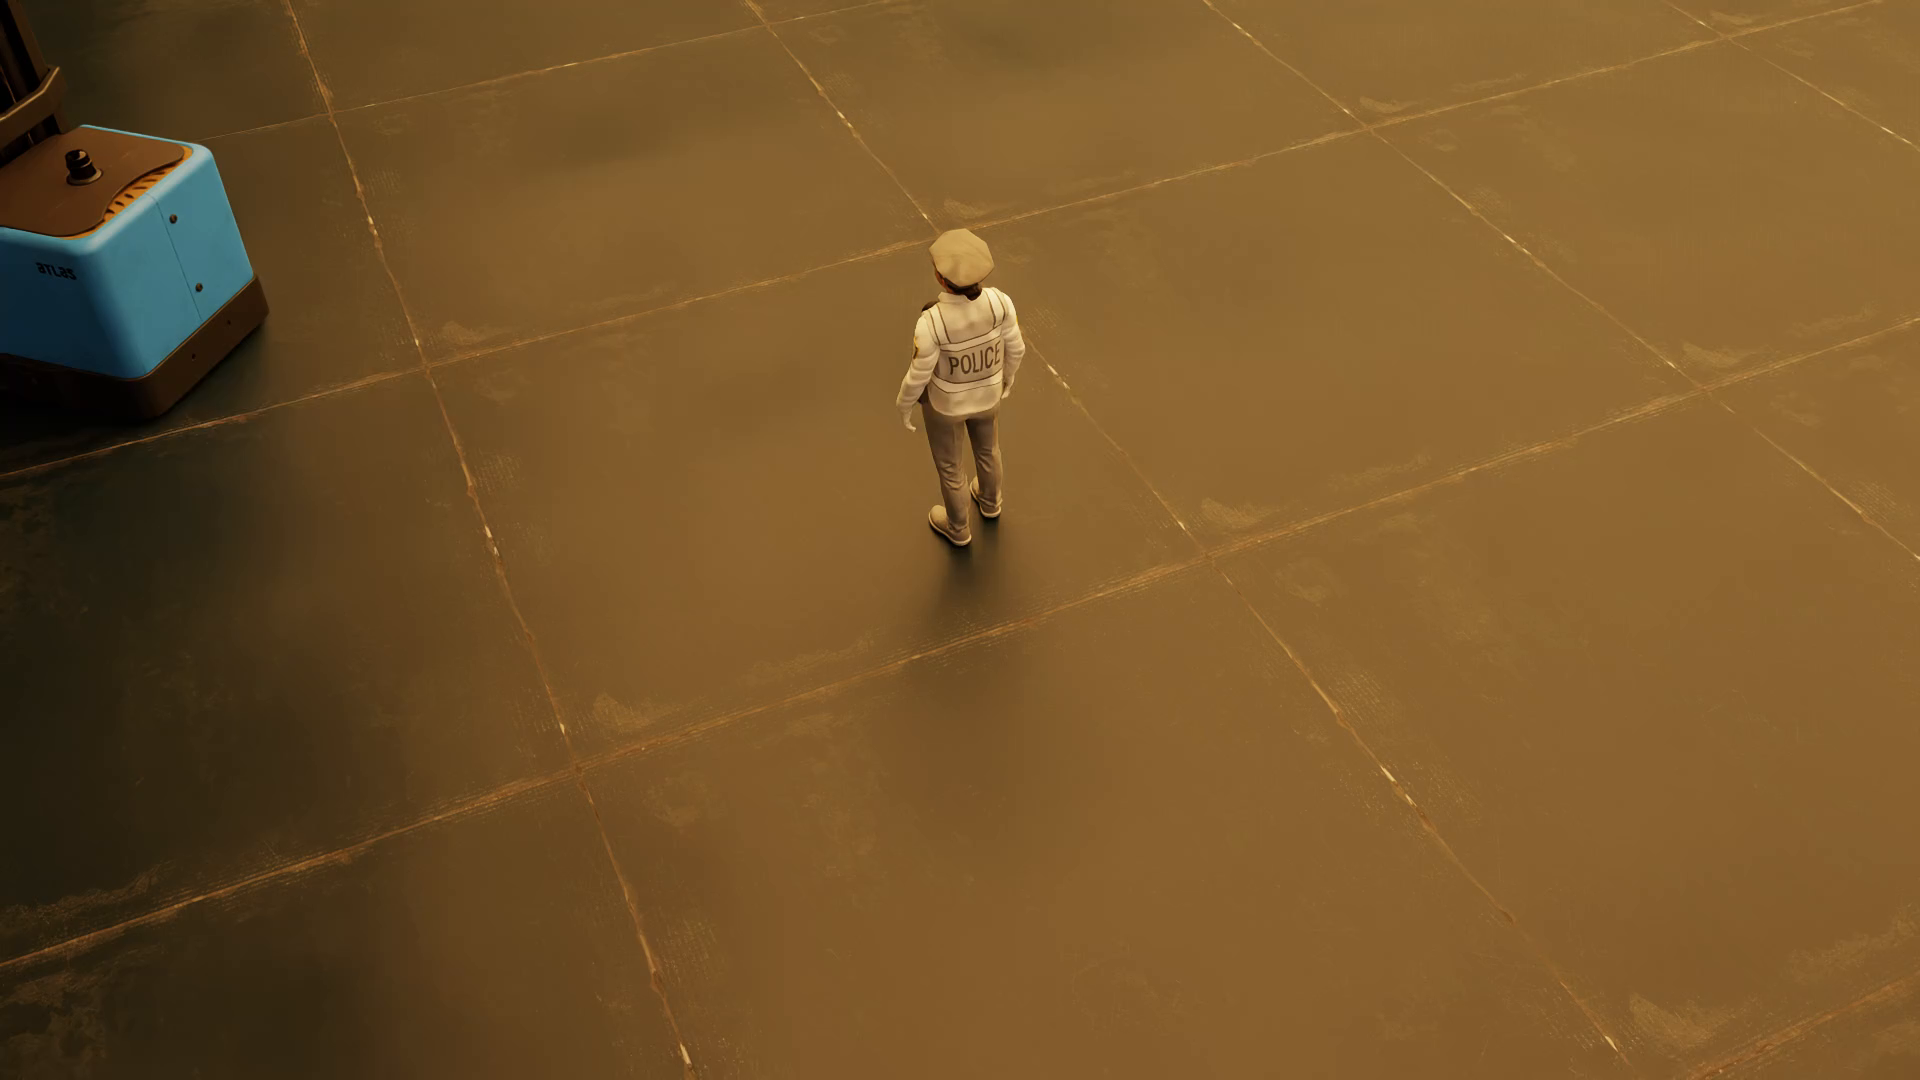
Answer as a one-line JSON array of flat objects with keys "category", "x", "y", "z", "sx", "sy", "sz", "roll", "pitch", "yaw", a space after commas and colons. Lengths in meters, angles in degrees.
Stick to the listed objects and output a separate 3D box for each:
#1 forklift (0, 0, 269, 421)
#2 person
[{"category": "forklift", "x": -5.333, "y": -2.262, "z": 8.104, "sx": 3.031, "sy": 2.935, "sz": 1.130, "roll": 12, "pitch": 44, "yaw": 13}, {"category": "person", "x": -0.022, "y": -0.670, "z": 7.293, "sx": 0.586, "sy": 1.694, "sz": 0.530, "roll": -18, "pitch": 46, "yaw": -18}]
